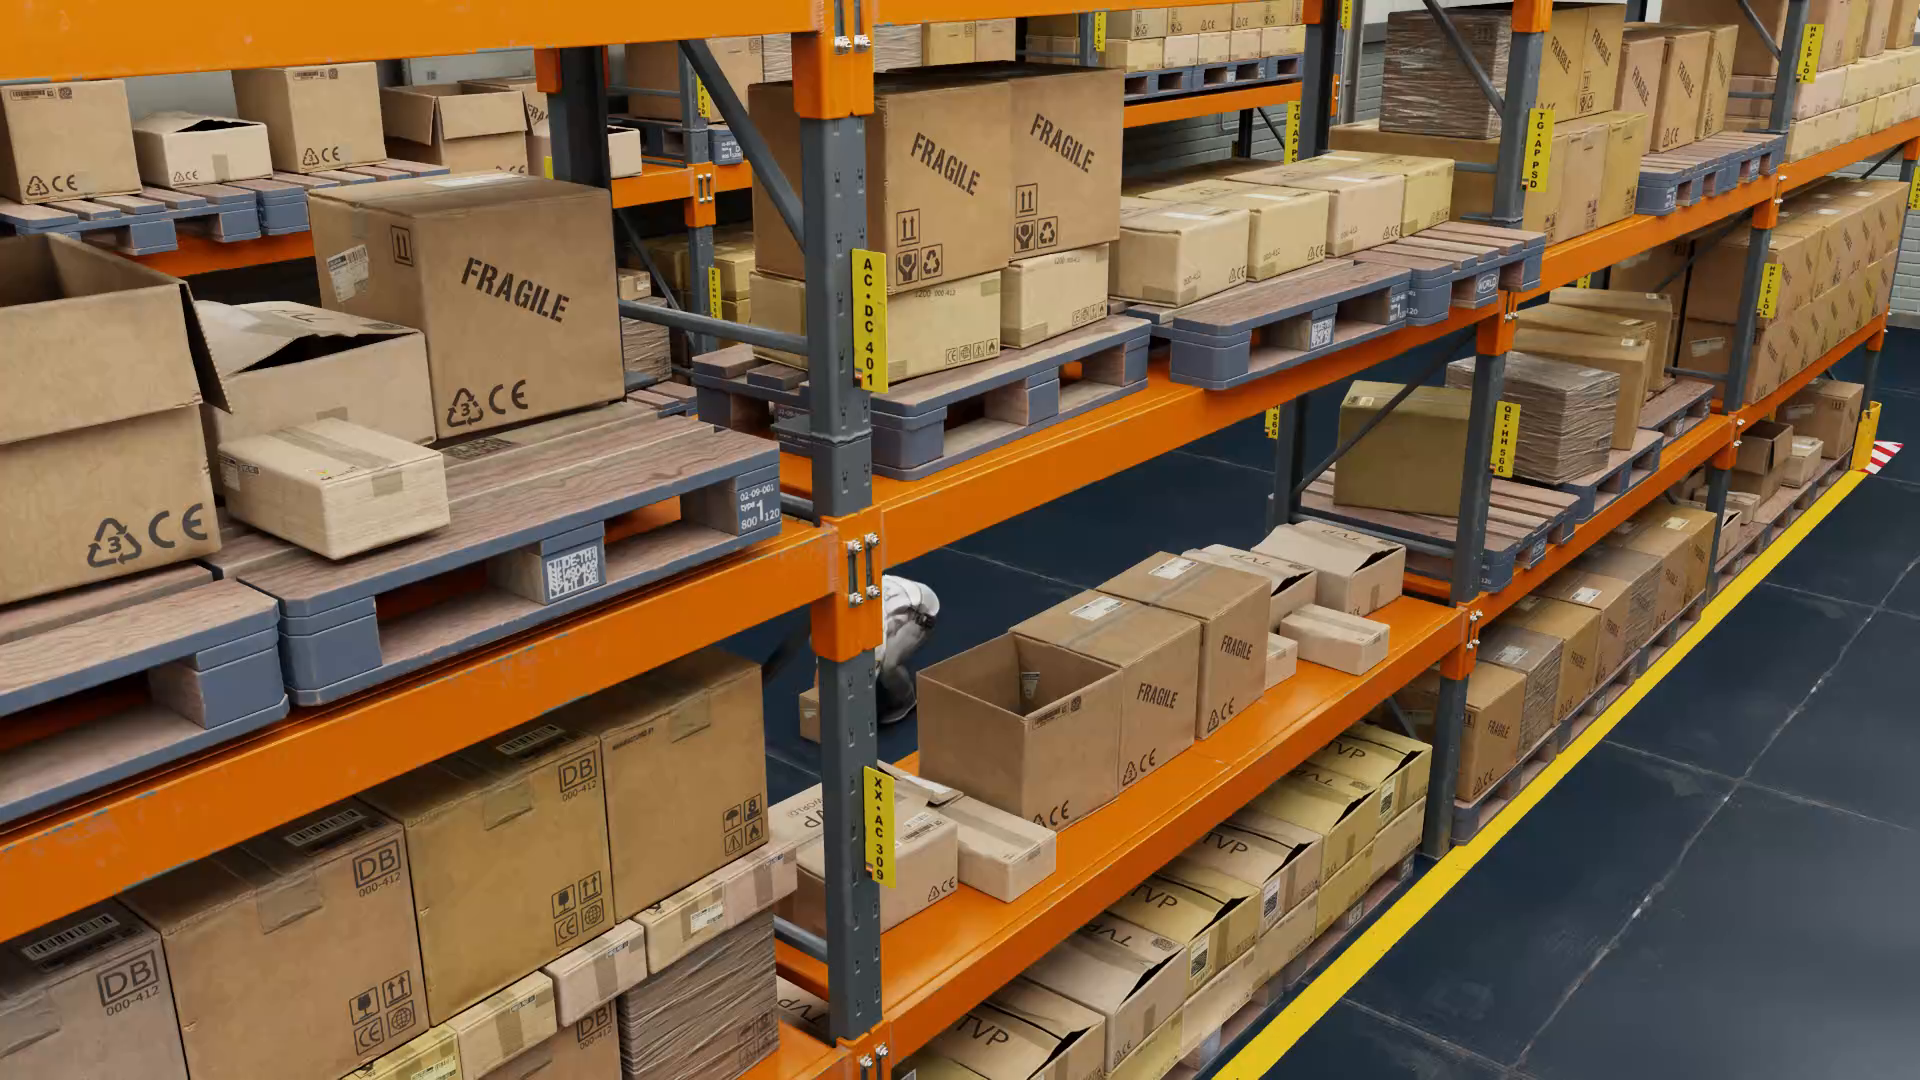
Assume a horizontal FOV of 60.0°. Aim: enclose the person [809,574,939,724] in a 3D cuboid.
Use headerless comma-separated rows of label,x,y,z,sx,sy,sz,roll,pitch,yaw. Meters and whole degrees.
person,-0.508,0.634,9.191,0.498,0.774,0.938,15,25,35
